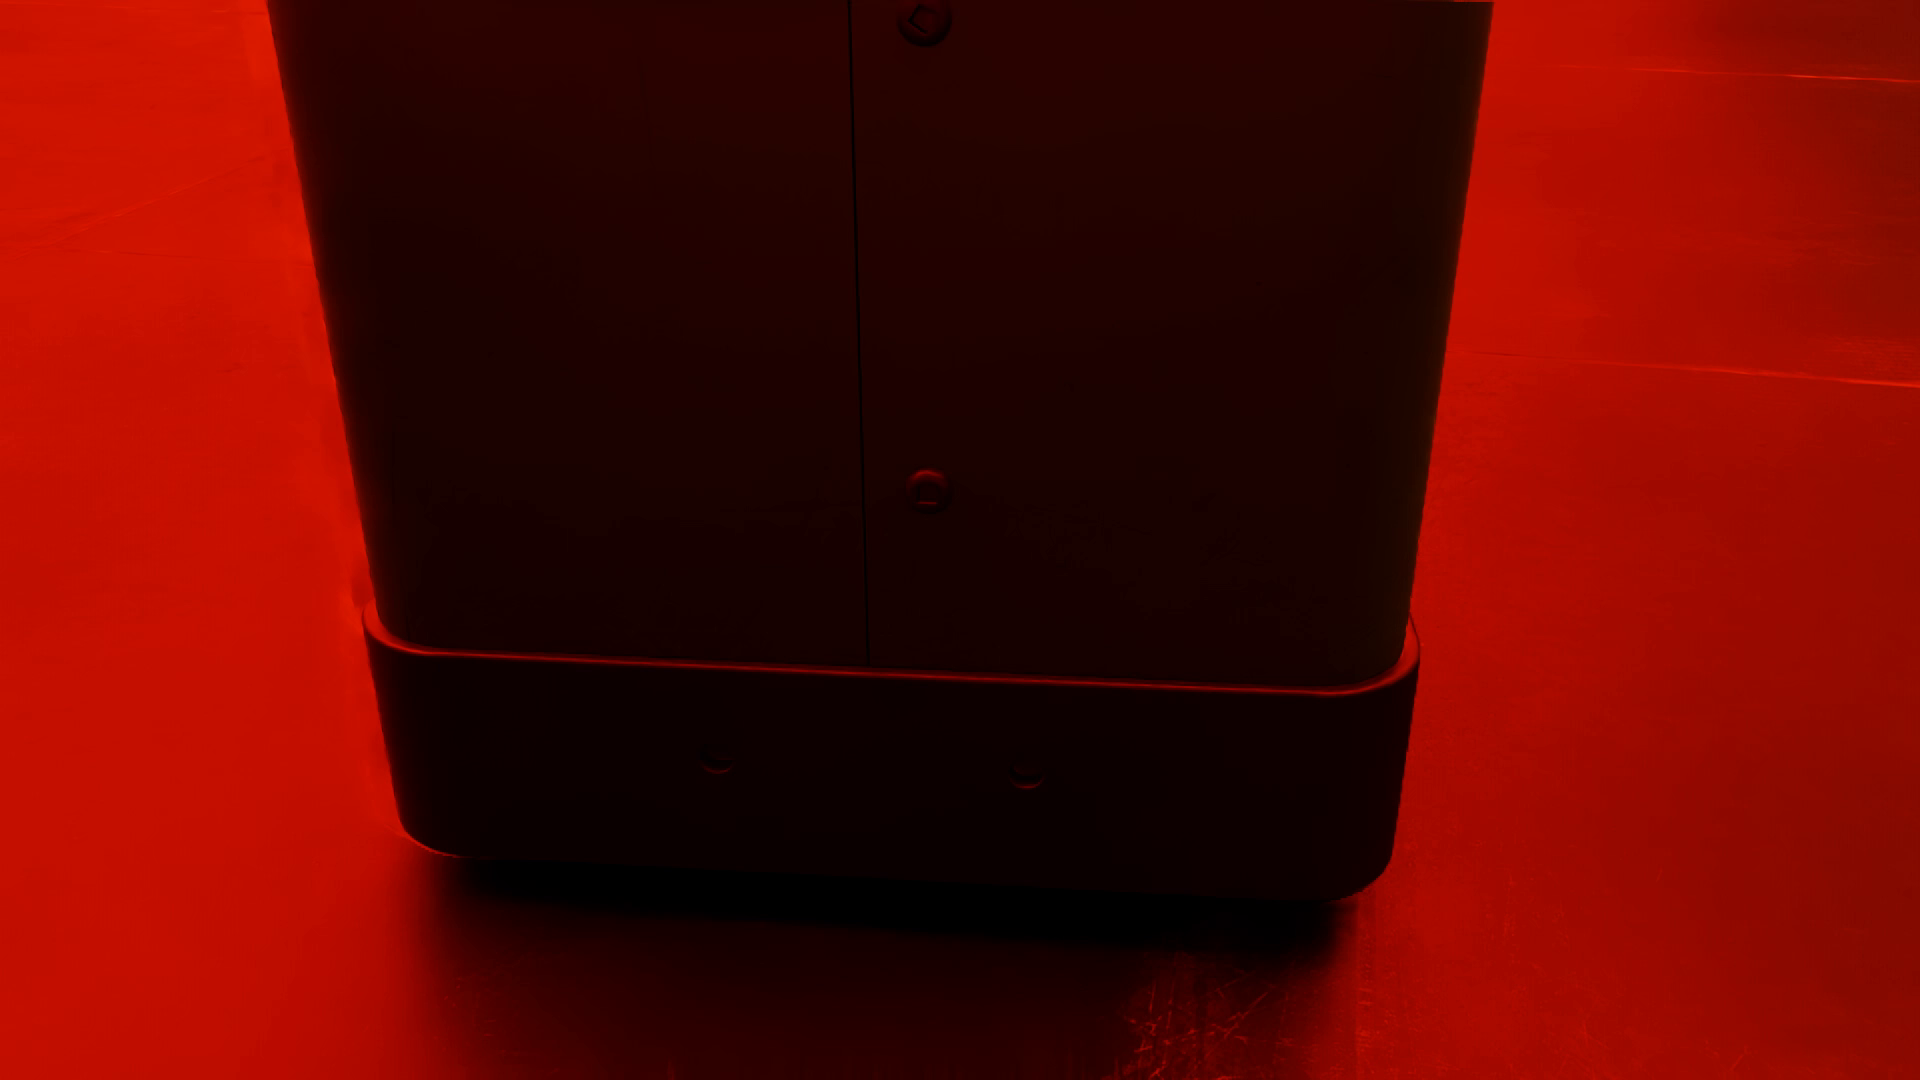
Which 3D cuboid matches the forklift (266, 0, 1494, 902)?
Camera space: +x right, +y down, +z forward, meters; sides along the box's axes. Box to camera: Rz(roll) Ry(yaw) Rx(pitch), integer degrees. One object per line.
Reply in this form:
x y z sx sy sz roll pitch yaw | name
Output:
0.042 -1.584 2.386 1.130 2.935 3.031 2 27 4 | forklift
